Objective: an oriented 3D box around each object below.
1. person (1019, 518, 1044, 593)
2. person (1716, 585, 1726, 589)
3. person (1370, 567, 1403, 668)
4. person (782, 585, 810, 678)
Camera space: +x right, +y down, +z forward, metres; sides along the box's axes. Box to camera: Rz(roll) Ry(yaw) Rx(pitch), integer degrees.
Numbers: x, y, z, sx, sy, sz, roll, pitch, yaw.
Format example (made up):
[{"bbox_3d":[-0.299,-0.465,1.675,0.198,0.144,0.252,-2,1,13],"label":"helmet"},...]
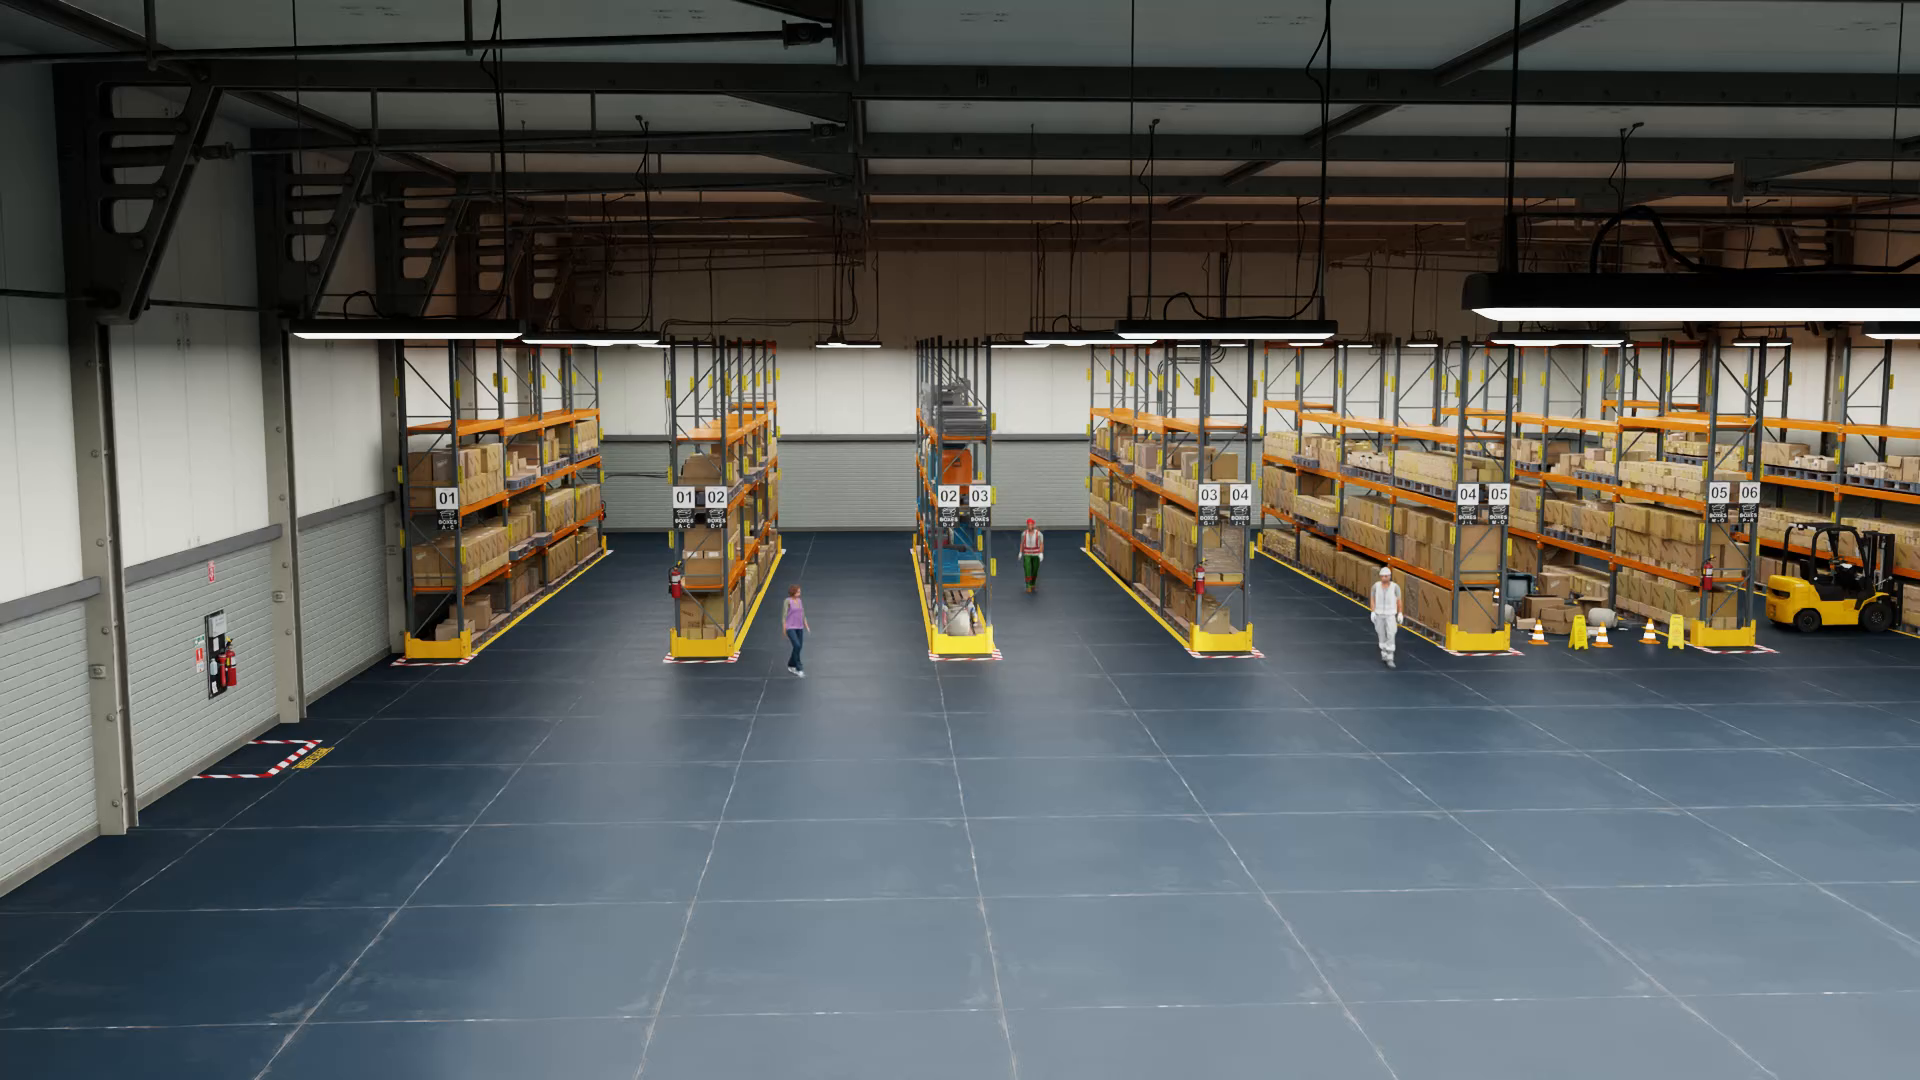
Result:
[{"bbox_3d":[1.699,0.349,39.487,0.581,1.723,1.034,0,6,-1],"label":"person"},{"bbox_3d":[16.512,0.768,36.260,0.539,1.816,0.602,-1,7,-7],"label":"person"},{"bbox_3d":[7.774,1.384,30.386,0.577,1.763,0.831,3,7,26],"label":"person"},{"bbox_3d":[-2.868,1.607,29.440,0.609,1.613,0.437,5,8,39],"label":"person"}]
